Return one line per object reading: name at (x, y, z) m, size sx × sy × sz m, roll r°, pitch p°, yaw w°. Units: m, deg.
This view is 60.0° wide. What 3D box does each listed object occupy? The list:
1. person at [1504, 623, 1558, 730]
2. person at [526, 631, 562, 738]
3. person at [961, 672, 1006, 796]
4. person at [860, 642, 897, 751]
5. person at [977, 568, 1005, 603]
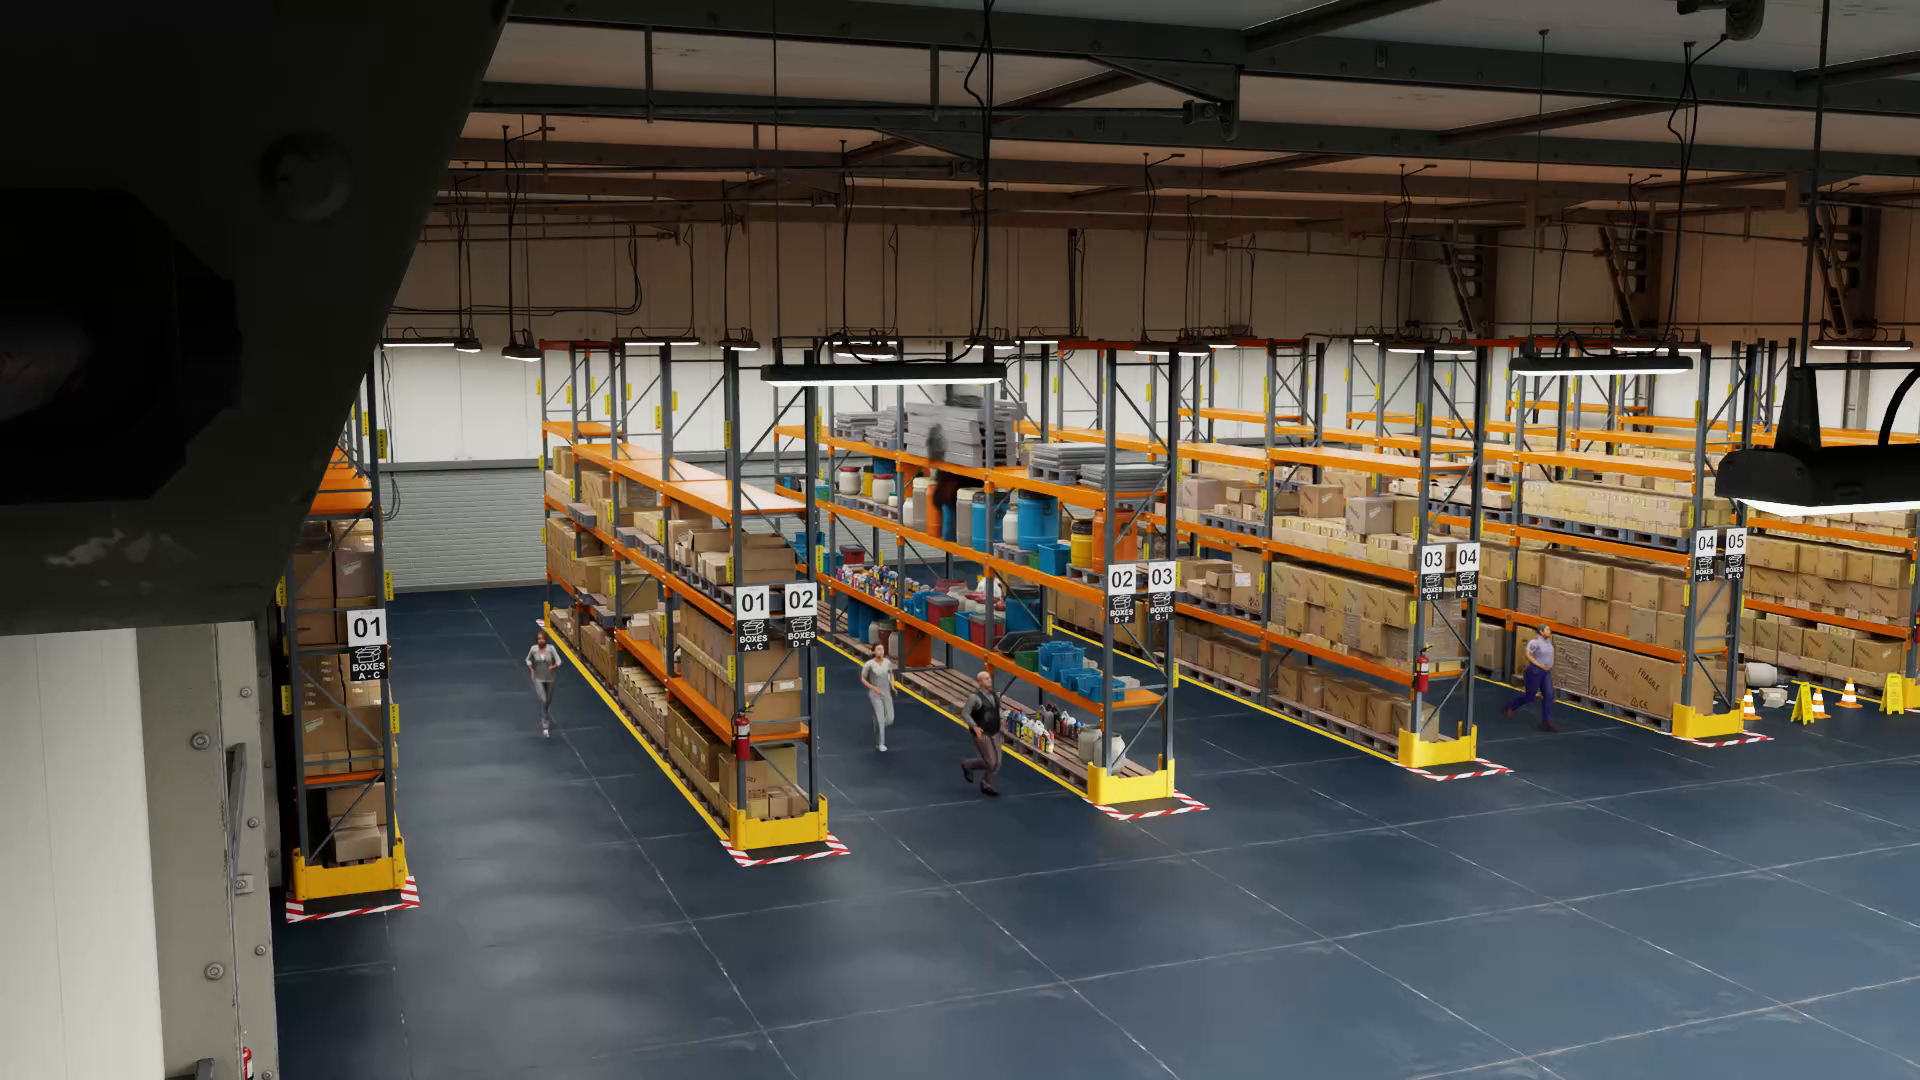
person at (9.158, 2.119, 26.258) m, size 0.691 × 1.616 × 0.920 m, roll -5°, pitch 9°, yaw -35°
person at (-6.437, 2.194, 25.776) m, size 0.525 × 1.611 × 0.820 m, roll -3°, pitch 8°, yaw -20°
person at (0.318, 2.602, 22.431) m, size 0.589 × 1.670 × 0.659 m, roll 7°, pitch 10°, yaw 42°
person at (-1.215, 2.315, 24.813) m, size 0.565 × 1.630 × 0.572 m, roll -4°, pitch 8°, yaw -28°
person at (0.597, 1.312, 32.469) m, size 0.595 × 1.622 × 0.561 m, roll -4°, pitch 8°, yaw -29°
